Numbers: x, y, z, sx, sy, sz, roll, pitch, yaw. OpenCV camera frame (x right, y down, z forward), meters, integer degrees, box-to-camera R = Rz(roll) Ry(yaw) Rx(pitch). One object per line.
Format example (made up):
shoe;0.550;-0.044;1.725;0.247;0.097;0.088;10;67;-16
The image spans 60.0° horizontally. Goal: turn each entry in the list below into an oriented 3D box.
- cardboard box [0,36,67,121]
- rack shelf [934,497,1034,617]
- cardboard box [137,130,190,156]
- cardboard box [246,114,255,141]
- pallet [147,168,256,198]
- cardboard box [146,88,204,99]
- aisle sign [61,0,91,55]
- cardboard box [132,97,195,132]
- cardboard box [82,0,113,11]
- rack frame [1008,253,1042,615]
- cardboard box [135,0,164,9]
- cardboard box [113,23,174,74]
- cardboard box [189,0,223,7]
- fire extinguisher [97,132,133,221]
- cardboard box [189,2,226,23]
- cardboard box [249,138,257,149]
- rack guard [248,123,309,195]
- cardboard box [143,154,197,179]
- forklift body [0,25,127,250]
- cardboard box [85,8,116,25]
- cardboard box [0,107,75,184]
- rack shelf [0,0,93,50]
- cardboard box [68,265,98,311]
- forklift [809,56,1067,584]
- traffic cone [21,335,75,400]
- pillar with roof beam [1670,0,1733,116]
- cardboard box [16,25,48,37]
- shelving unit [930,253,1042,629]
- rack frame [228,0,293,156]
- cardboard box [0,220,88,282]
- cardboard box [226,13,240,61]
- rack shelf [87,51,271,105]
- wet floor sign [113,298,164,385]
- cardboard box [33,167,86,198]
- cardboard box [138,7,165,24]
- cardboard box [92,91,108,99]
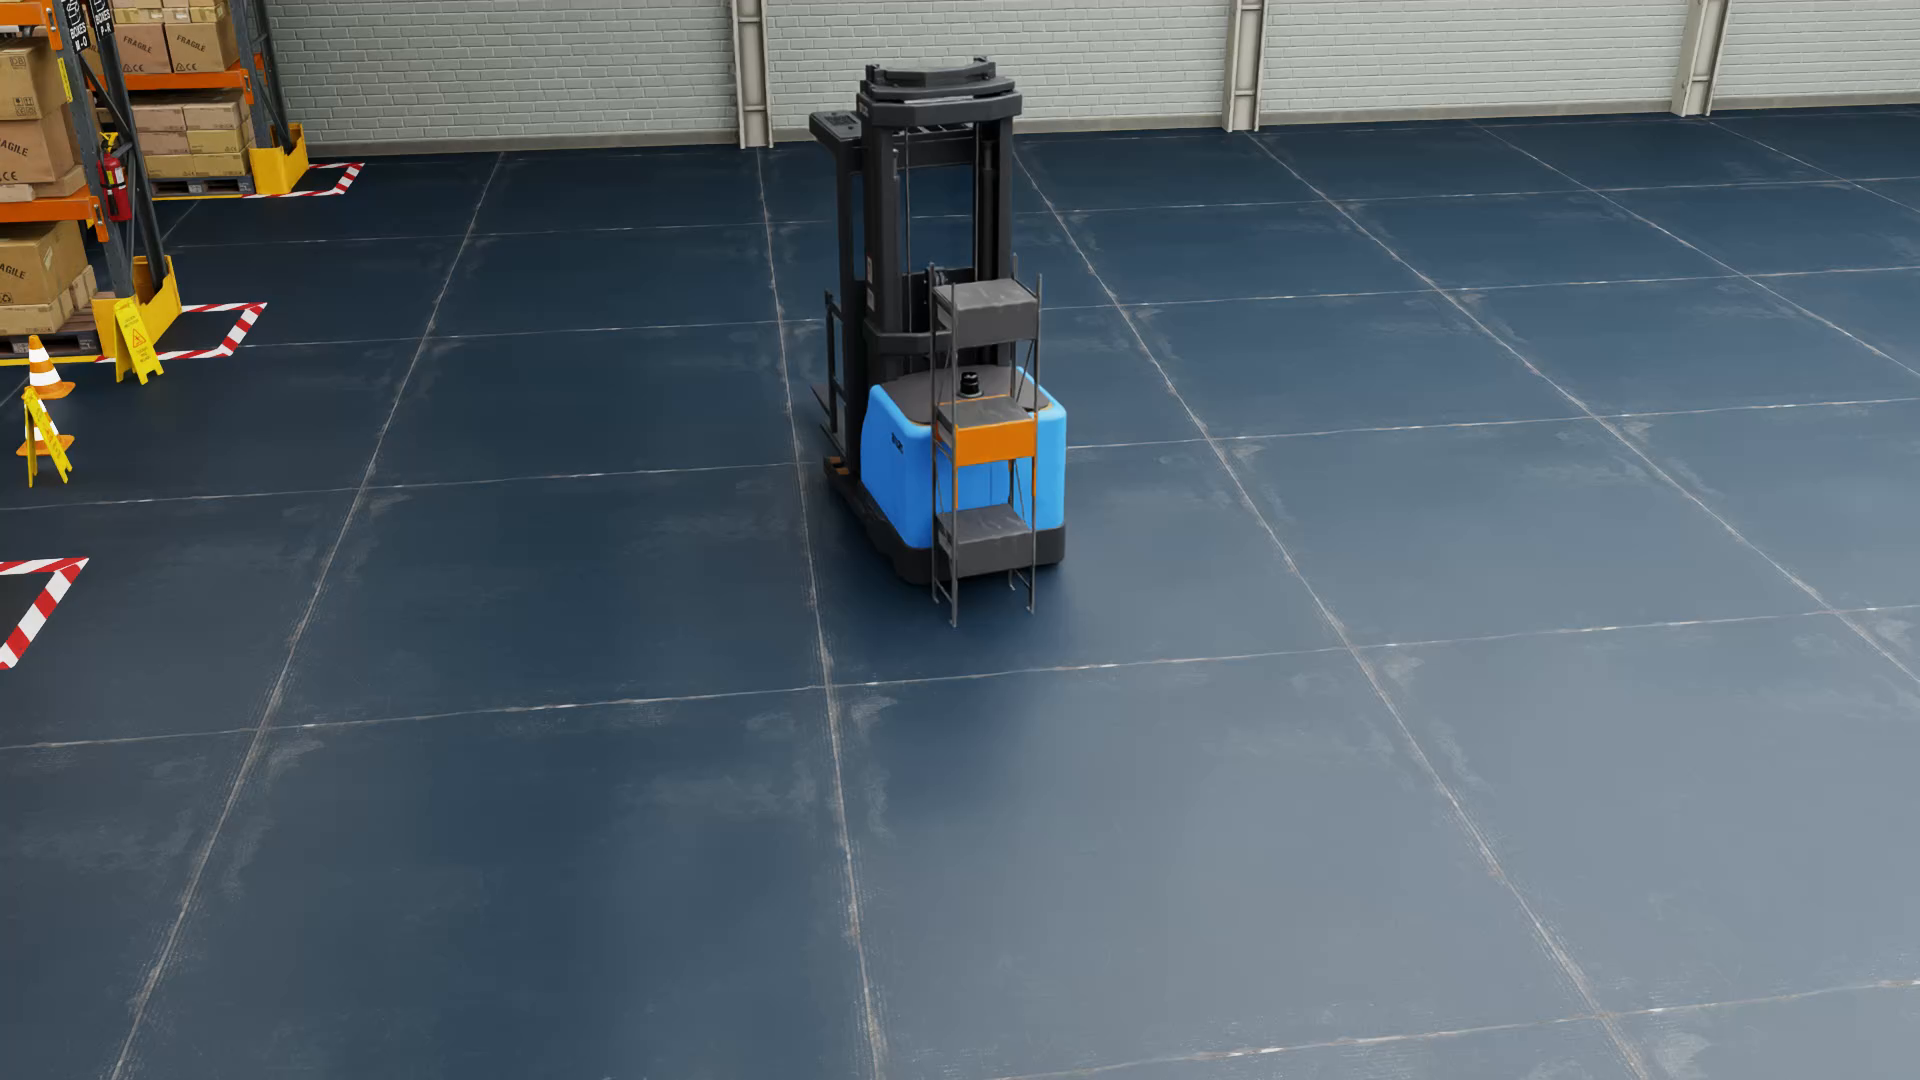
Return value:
cardboard box;-7.357;-3.594;12.938;0.500;0.500;0.700;-4;27;-8
rack shelf;0.136;0.097;9.825;0.480;0.518;0.431;-9;29;-17
cardboard box;-8.514;-4.334;17.914;0.500;0.250;0.500;-4;27;-8
cardboard box;-8.072;-4.597;18.428;0.500;0.250;0.500;-3;27;-6
pallet;-8.328;-4.039;18.390;1.213;0.211;1.003;-4;27;-7
cardboard box;-8.574;-4.777;18.231;0.500;0.250;0.500;-4;27;-7
aisle sign;-6.780;-4.133;12.671;0.004;0.787;0.394;-4;27;-7
cardboard box;-8.494;-4.550;17.788;0.500;0.250;0.500;-3;27;-6
cardboard box;-8.897;-5.587;17.207;0.250;0.149;0.380;-3;27;-6
rack frame;0.366;-0.575;9.570;0.015;2.100;0.400;-9;29;-17
cardboard box;-8.398;-5.636;17.302;0.250;0.149;0.380;-3;27;-6
cardboard box;-8.543;-5.213;17.514;0.500;0.500;0.500;-3;27;-5
cardboard box;-7.902;-5.694;17.416;0.250;0.149;0.380;-4;27;-7
fire extinguisher;-6.704;-2.868;13.138;0.183;0.674;0.296;-4;27;-7
cardboard box;-7.881;-5.531;17.424;0.250;0.149;0.380;-3;27;-6
cardboard box;-8.091;-4.368;18.528;0.500;0.250;0.500;-4;27;-7
rack guard;-7.553;-4.236;18.459;0.348;0.500;1.175;-4;27;-7
cardboard box;-8.492;-4.110;18.027;0.500;0.250;0.500;-4;27;-7
forklift body;-9.201;-4.024;16.237;1.214;2.155;2.313;-4;27;-7
cardboard box;-8.901;-5.464;17.293;0.250;0.149;0.380;-5;28;-9
cardboard box;-7.381;-3.121;13.112;0.500;0.500;0.500;-4;27;-8
rack shelf;-8.862;-3.991;12.744;4.000;0.370;1.077;-4;27;-7
cardboard box;-7.719;-2.141;14.188;0.500;0.250;0.500;-4;27;-8
forklift;-0.310;-1.689;10.830;1.130;2.935;3.031;-9;29;-17
traffic cone;-7.128;-1.364;12.902;0.334;0.463;0.336;-4;27;-7
pillar with roof beam;10.032;-7.578;15.662;0.400;9.000;9.100;-4;27;-7
cardboard box;-9.546;-5.143;17.378;0.500;0.500;0.500;-3;27;-7
shelving unit;0.136;-0.538;9.499;0.503;2.100;0.431;-9;29;-17
rack frame;-7.577;-5.347;17.885;0.127;3.000;1.000;-4;27;-7
cardboard box;-7.743;-2.472;14.013;0.500;0.500;0.500;-5;28;-9
cardboard box;-8.106;-5.486;18.046;0.500;0.500;0.500;-3;27;-5
rack shelf;-9.557;-4.900;17.801;4.000;0.370;1.077;-4;27;-7
wet floor sign;-6.545;-1.584;13.131;0.232;0.644;0.267;6;28;11
cardboard box;-7.222;-2.871;13.335;0.250;0.149;0.380;-3;27;-5
cardboard box;-8.396;-5.513;17.388;0.250;0.149;0.380;-3;27;-6
cardboard box;-9.579;-4.720;18.121;0.500;0.250;0.500;-4;27;-8
